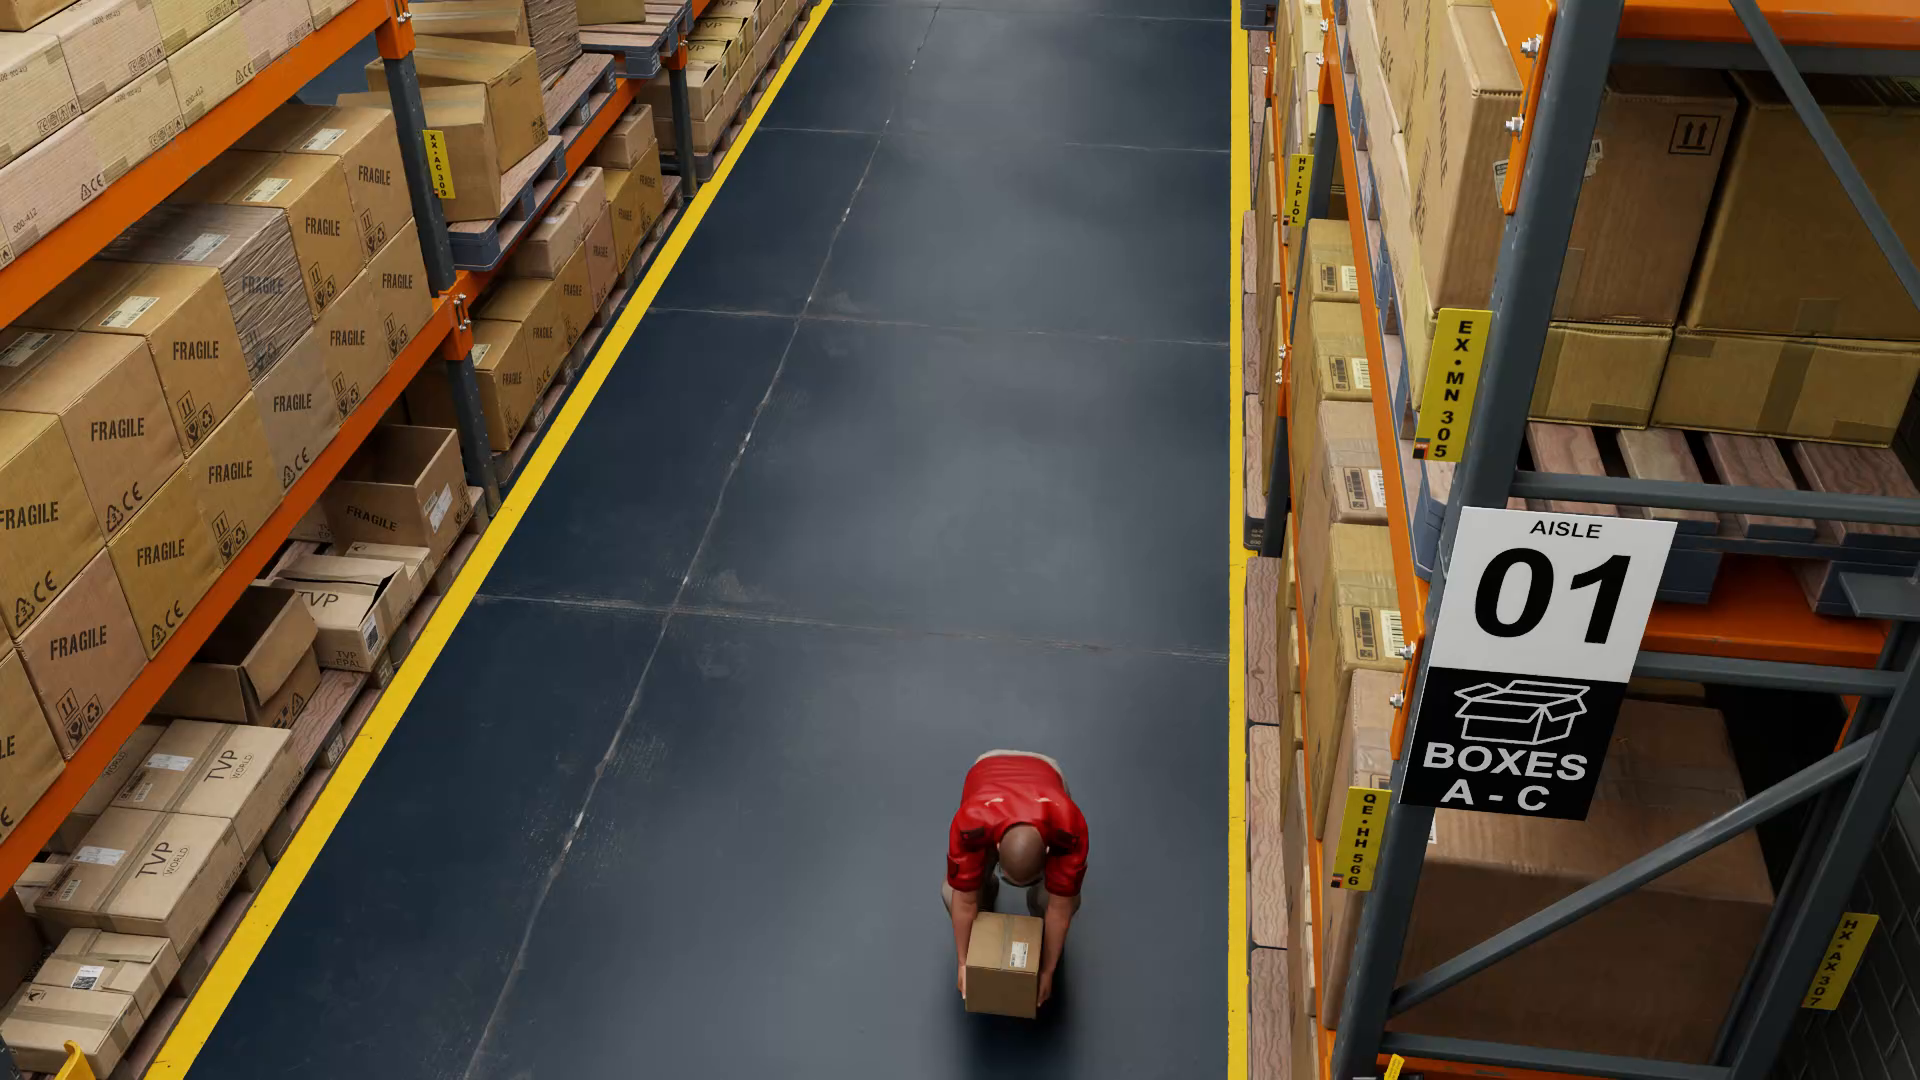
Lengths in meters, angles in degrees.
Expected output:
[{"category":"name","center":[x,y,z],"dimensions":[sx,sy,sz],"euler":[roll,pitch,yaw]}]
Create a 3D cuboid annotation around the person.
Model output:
[{"category":"person","center":[0.196,1.218,6.065],"dimensions":[0.531,0.927,0.827],"euler":[3,36,5]}]
